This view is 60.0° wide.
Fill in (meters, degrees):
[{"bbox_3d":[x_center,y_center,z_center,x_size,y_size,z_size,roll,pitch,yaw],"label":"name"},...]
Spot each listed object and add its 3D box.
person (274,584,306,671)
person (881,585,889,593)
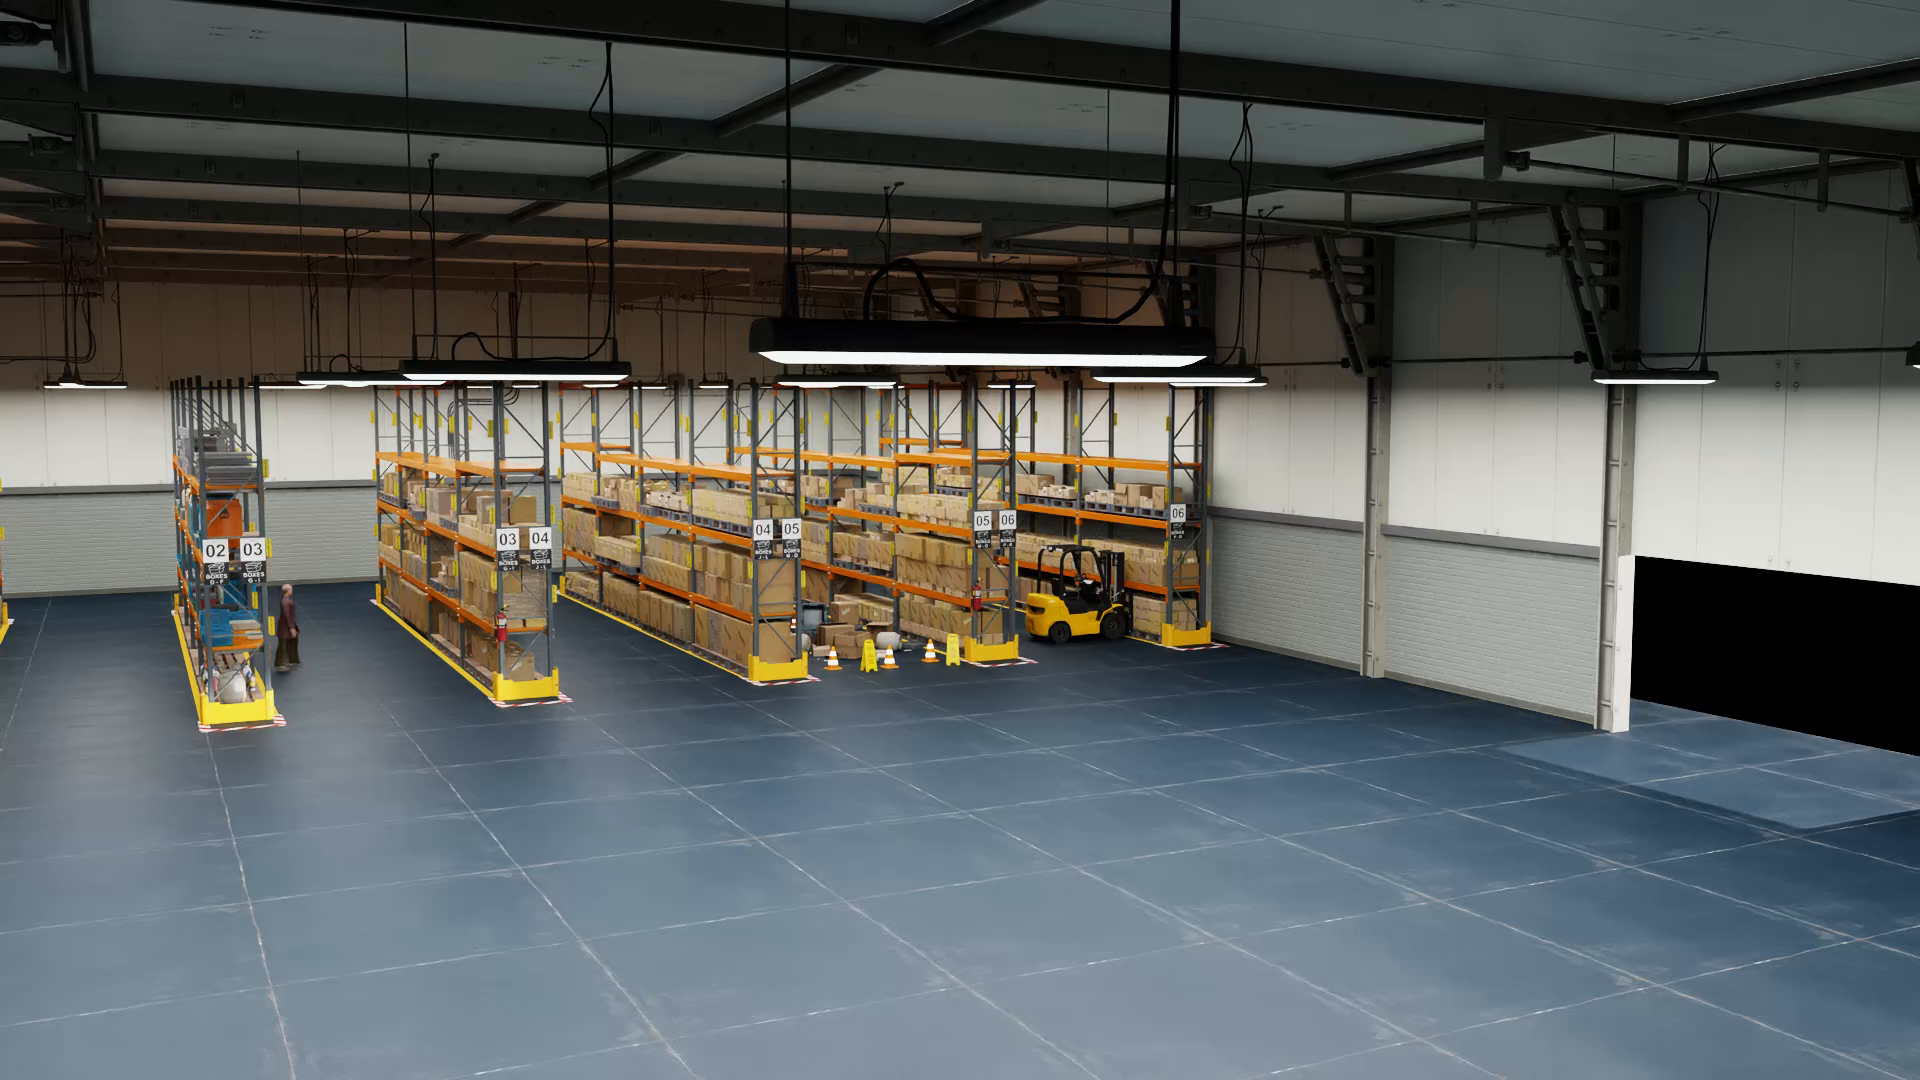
[{"bbox_3d":[-13.841,1.811,34.239,0.548,1.829,0.690,-1,5,-11],"label":"person"},{"bbox_3d":[-2.085,0.637,45.338,0.463,1.734,0.784,-2,5,-22],"label":"person"}]
